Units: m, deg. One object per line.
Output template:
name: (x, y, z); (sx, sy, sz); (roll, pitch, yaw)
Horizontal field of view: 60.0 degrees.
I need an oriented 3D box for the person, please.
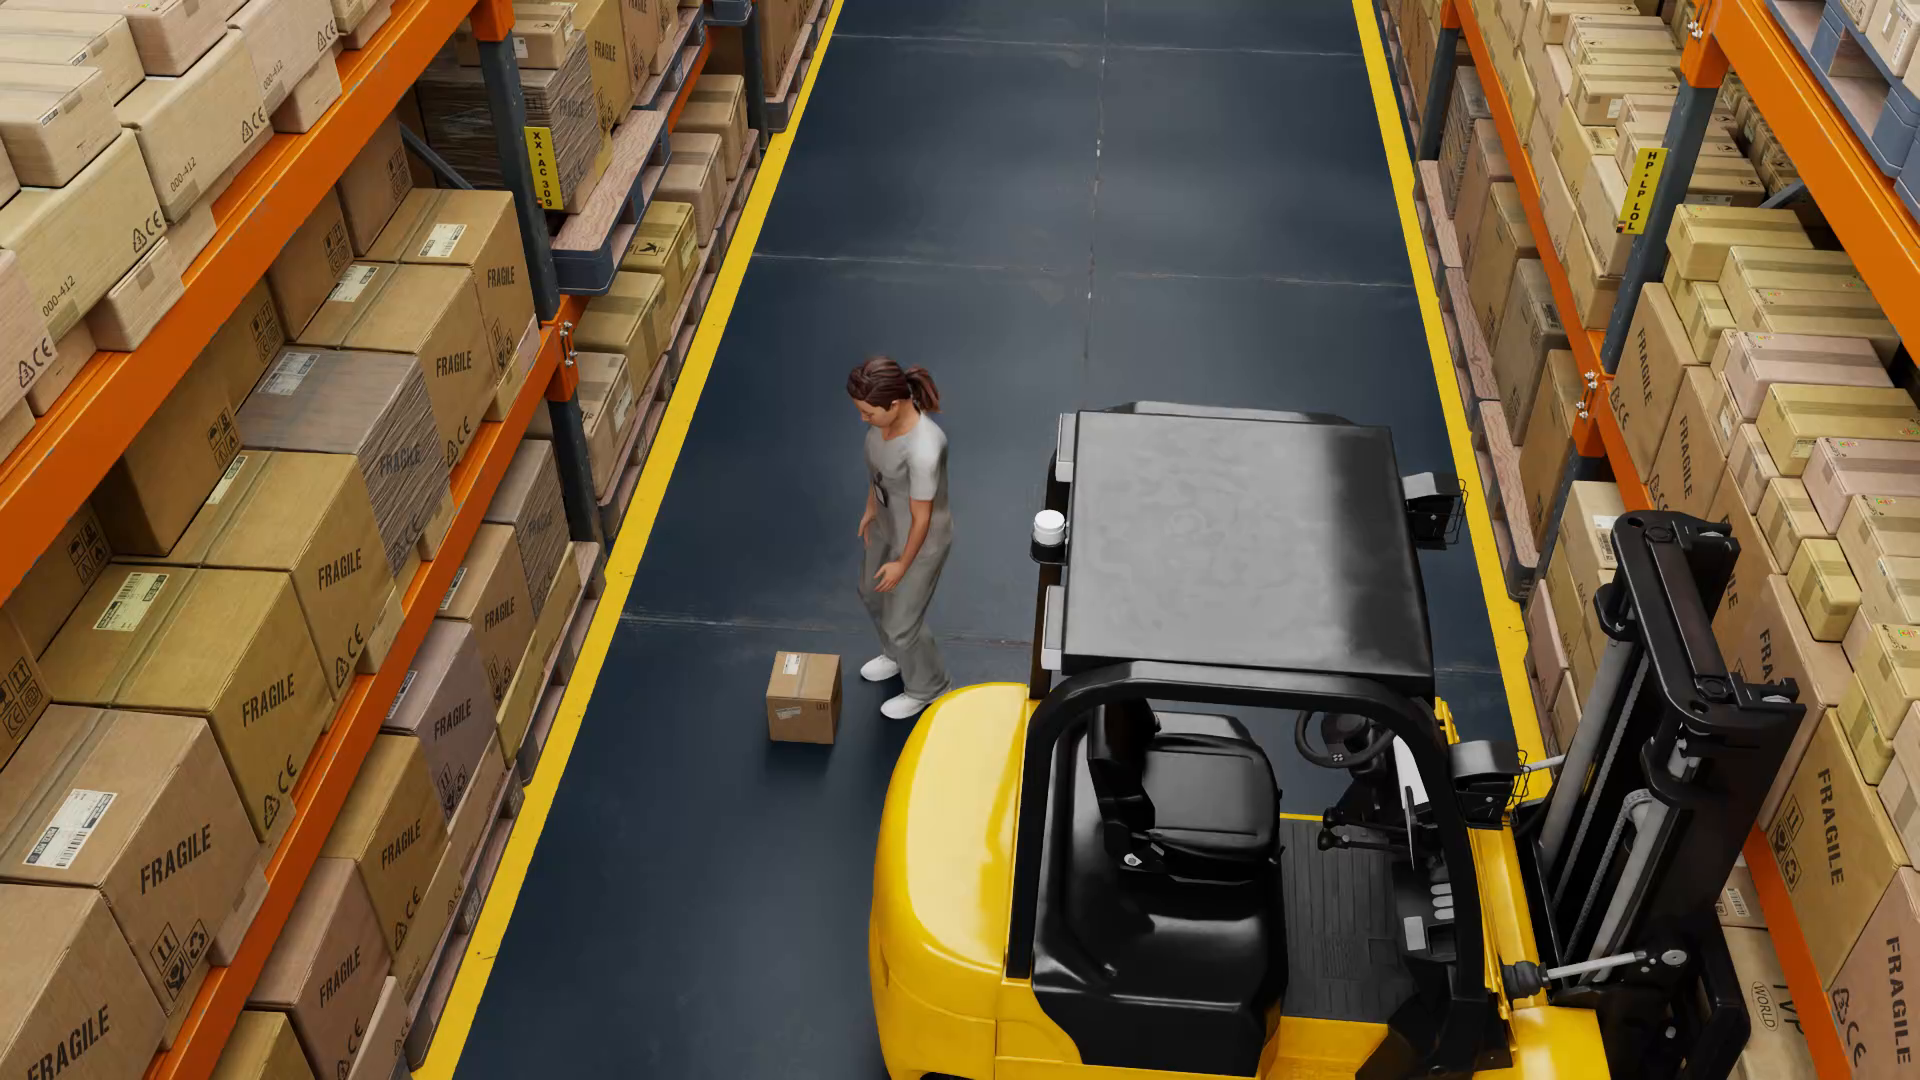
person: (-0.212, -0.008, 6.205); (0.370, 1.637, 0.458); (-15, 43, -17)
